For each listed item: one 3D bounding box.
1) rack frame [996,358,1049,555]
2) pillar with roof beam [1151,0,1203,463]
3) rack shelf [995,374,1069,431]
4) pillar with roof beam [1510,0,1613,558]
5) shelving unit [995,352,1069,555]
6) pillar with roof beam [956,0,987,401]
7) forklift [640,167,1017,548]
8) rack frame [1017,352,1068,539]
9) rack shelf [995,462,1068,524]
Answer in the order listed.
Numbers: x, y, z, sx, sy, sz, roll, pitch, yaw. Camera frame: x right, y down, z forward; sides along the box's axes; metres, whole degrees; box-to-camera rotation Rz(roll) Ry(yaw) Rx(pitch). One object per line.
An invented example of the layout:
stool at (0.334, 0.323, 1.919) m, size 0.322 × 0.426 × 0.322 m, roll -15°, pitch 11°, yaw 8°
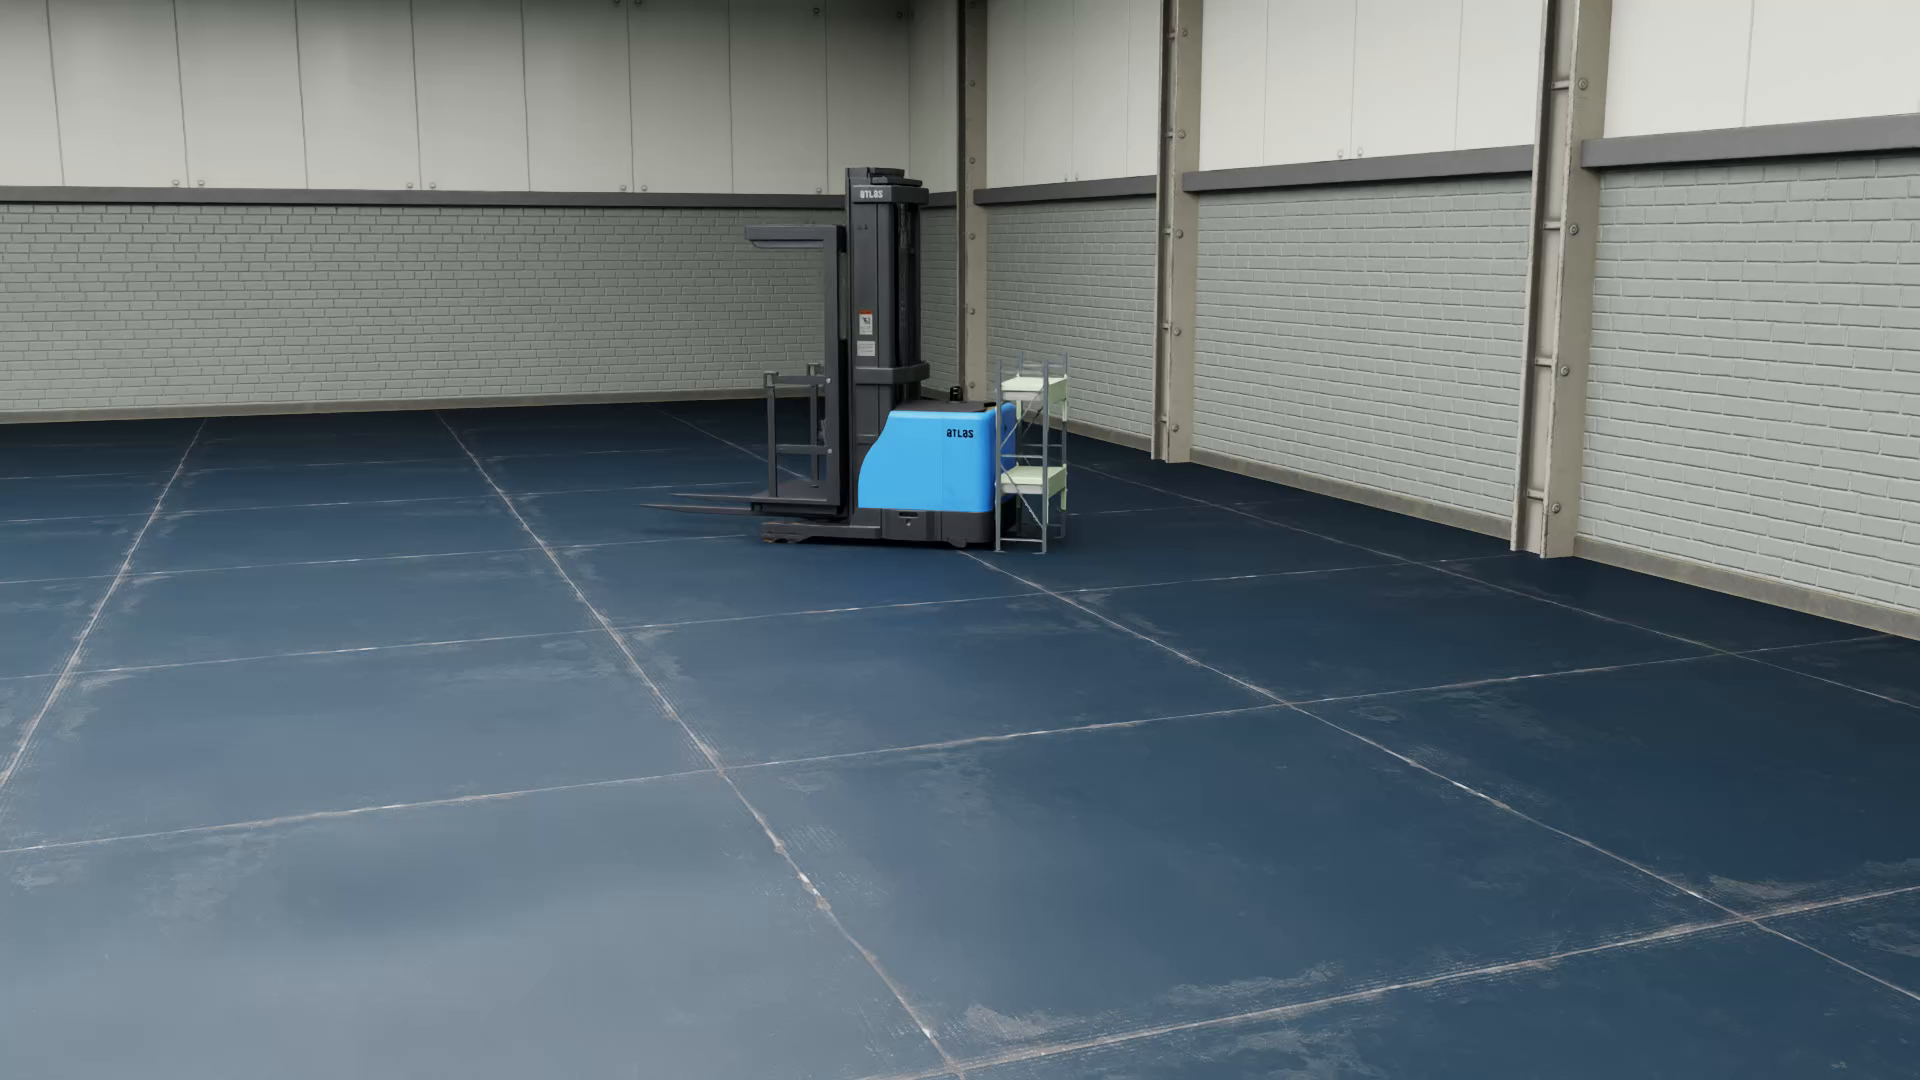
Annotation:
rack frame at (0.473, -0.637, 12.719) m, size 0.400 × 1.500 × 0.023 m, roll 3°, pitch 10°, yaw 15°
pillar with roof beam at (-1.674, -5.040, 16.056) m, size 9.100 × 9.000 × 0.400 m, roll -4°, pitch 11°, yaw -21°
rack shelf at (0.567, -1.083, 12.999) m, size 0.431 × 0.370 × 0.720 m, roll 3°, pitch 10°, yaw 15°
pillar with roof beam at (0.500, -4.060, 10.551) m, size 9.100 × 9.000 × 0.400 m, roll -4°, pitch 11°, yaw -21°
shelving unit at (0.567, -0.699, 13.067) m, size 0.431 × 1.500 × 0.755 m, roll 3°, pitch 10°, yaw 15°
pillar with roof beam at (-3.848, -6.019, 21.562) m, size 9.100 × 9.000 × 0.400 m, roll -4°, pitch 11°, yaw -21°
forklift at (-1.108, -1.501, 13.489) m, size 3.031 × 2.935 × 1.130 m, roll 3°, pitch 10°, yaw 15°
rack frame at (0.660, -0.761, 13.416) m, size 0.400 × 1.500 × 0.023 m, roll 3°, pitch 10°, yaw 15°
rack shelf at (0.567, -0.378, 13.124) m, size 0.431 × 0.370 × 0.720 m, roll 3°, pitch 10°, yaw 15°
